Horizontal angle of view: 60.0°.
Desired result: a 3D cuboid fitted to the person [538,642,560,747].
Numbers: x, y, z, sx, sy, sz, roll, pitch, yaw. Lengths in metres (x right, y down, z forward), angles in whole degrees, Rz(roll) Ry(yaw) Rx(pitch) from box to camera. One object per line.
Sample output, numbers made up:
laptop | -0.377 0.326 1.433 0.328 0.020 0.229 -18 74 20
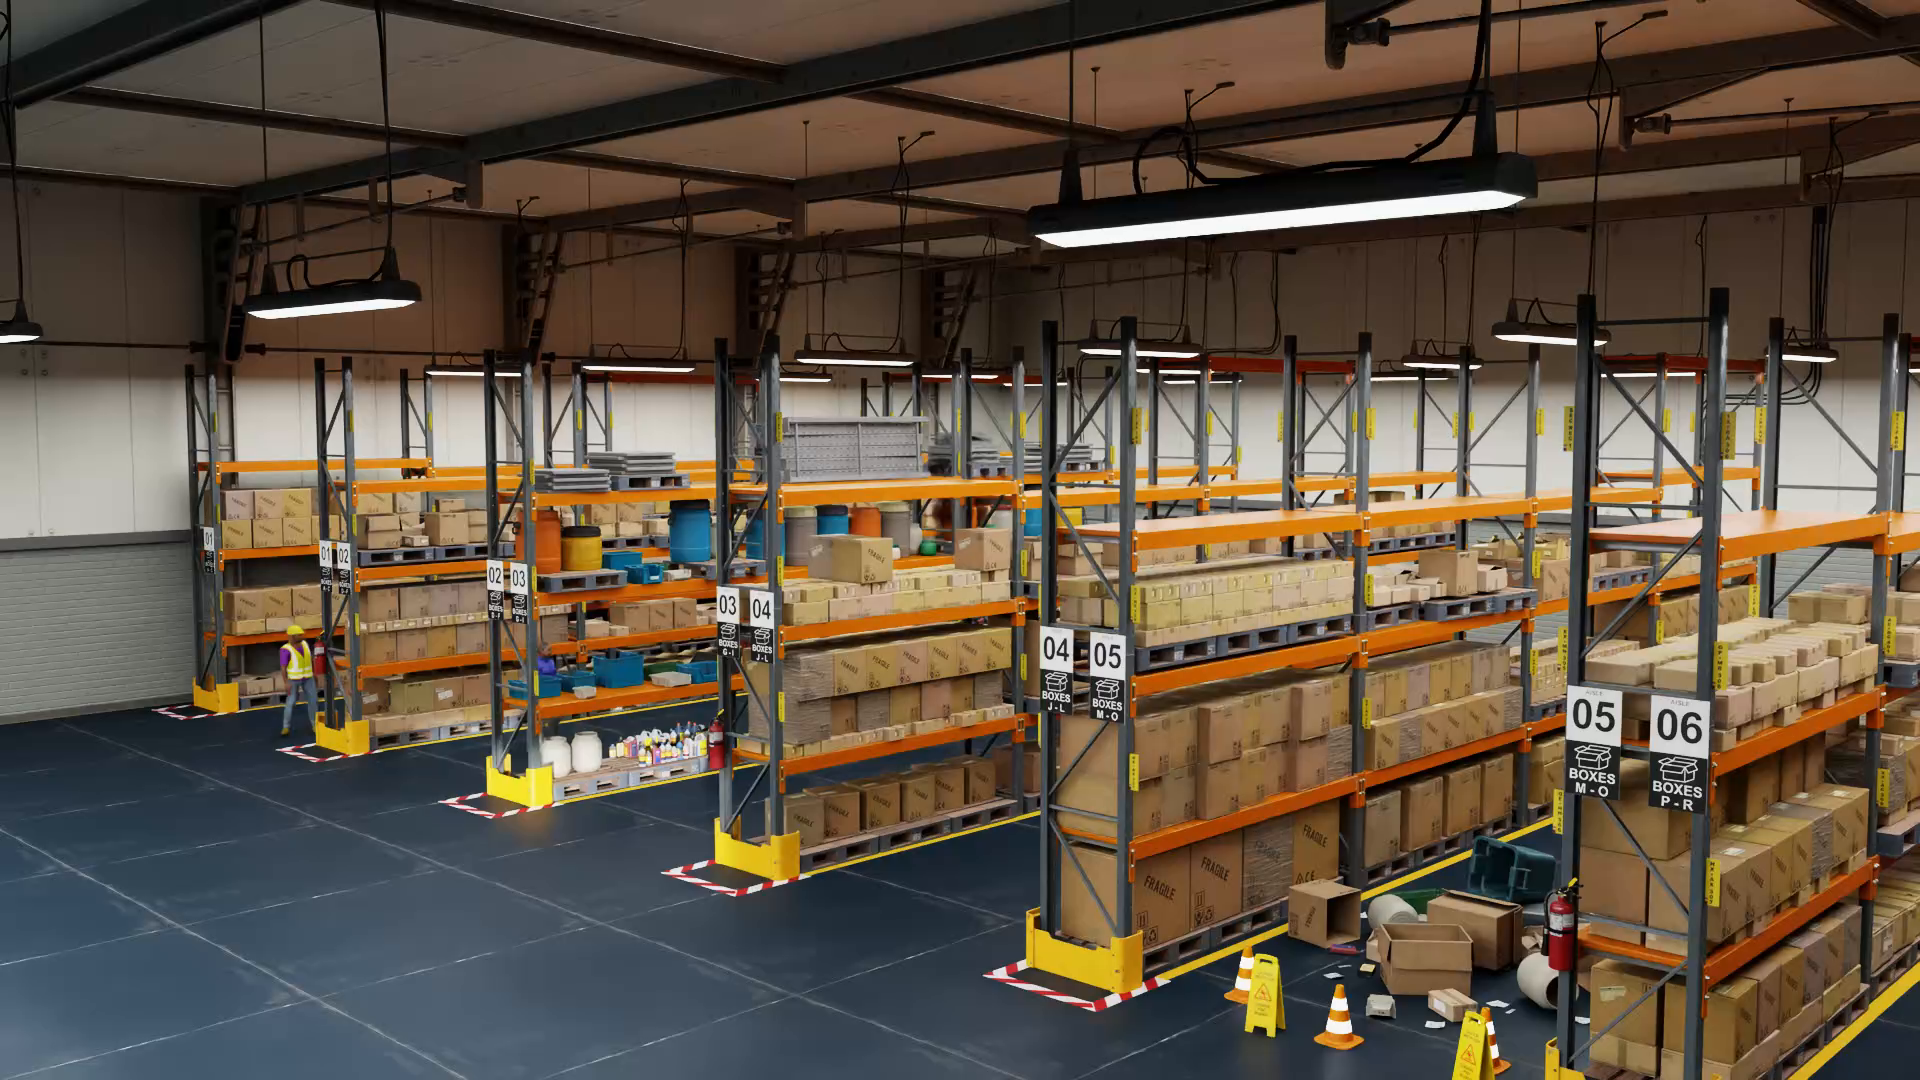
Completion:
person | -6.350 2.429 25.513 0.349 1.743 0.541 3 5 36

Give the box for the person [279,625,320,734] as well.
person | -10.586 2.256 26.701 0.509 1.803 0.686 4 6 43

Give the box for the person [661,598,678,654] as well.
person | -5.625 1.901 32.028 0.390 1.592 0.446 -1 4 -12
